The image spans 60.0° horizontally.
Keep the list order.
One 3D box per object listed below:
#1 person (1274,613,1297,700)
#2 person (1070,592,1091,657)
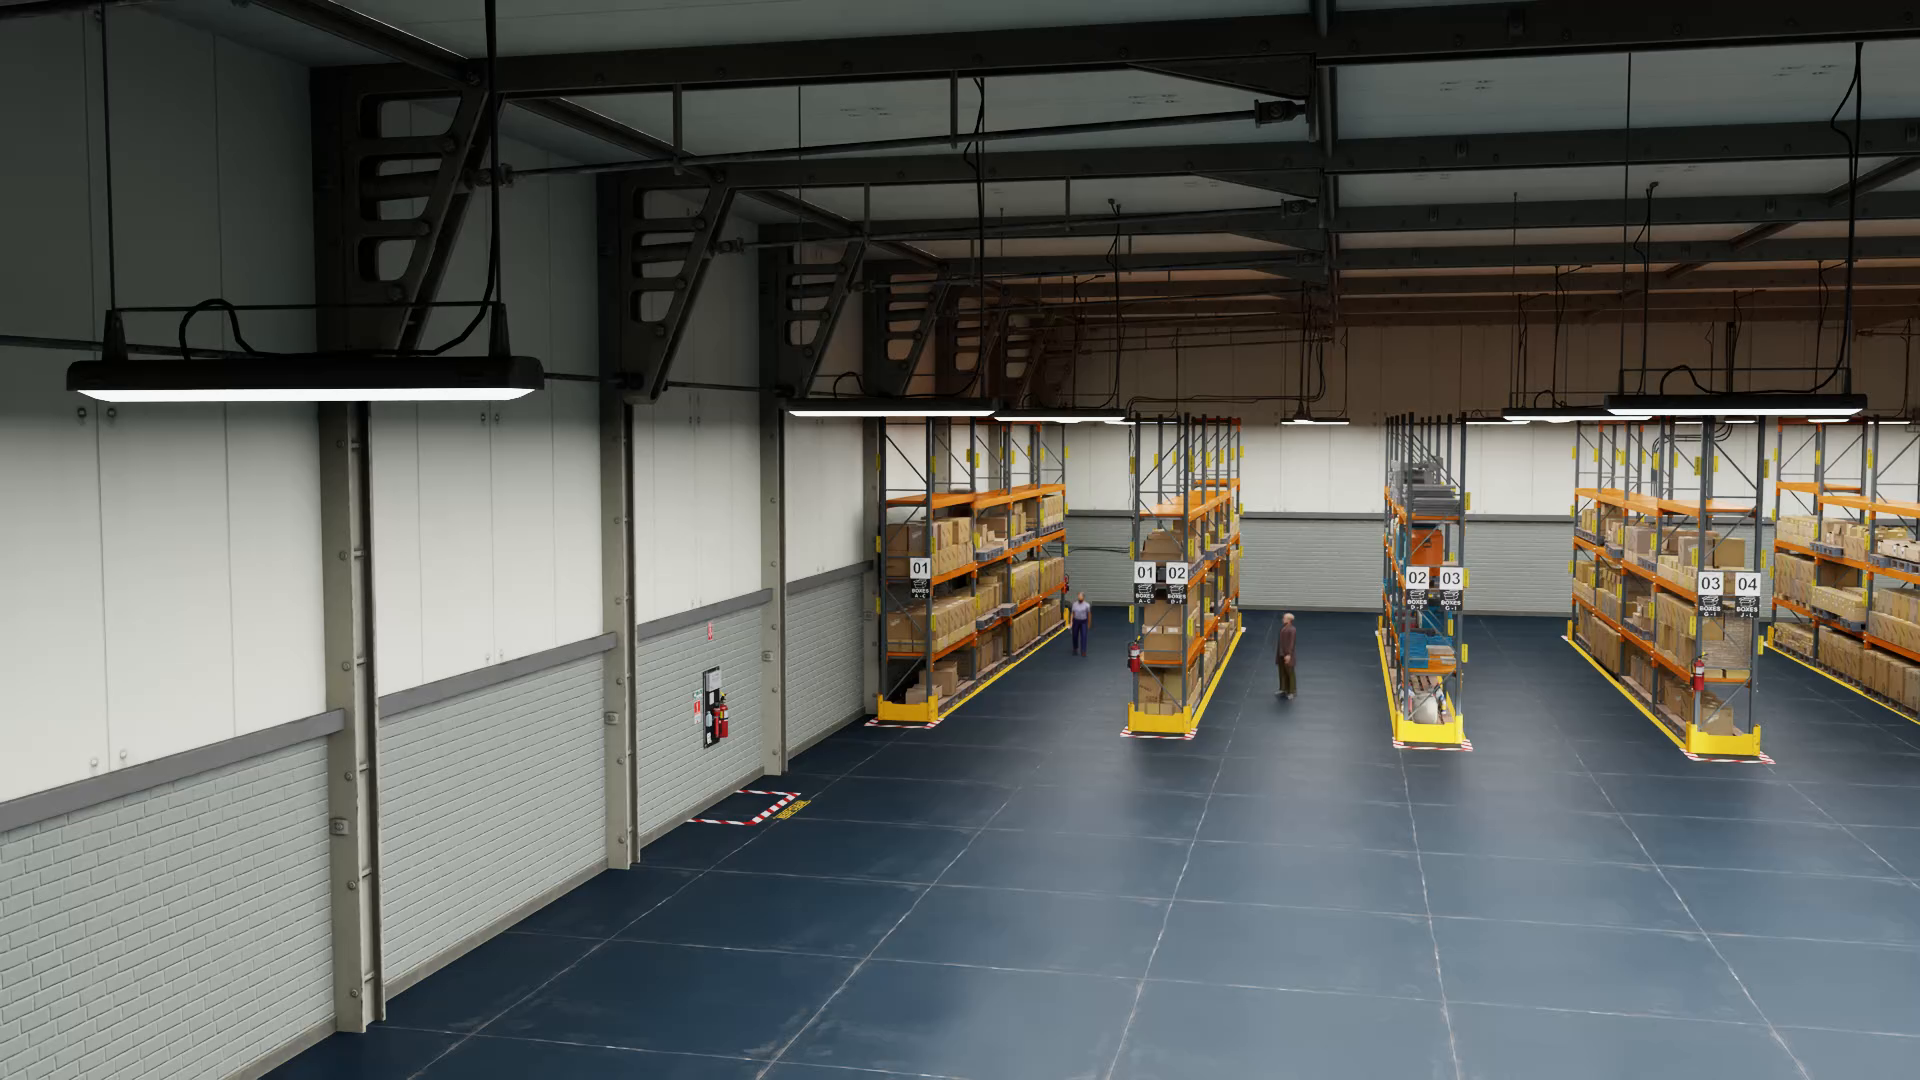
[{"bbox_3d":[6.934,2.460,35.314,0.421,1.814,0.594,-2,5,-31],"label":"person"},{"bbox_3d":[3.025,2.105,41.665,0.530,1.596,0.940,0,4,3],"label":"person"}]
